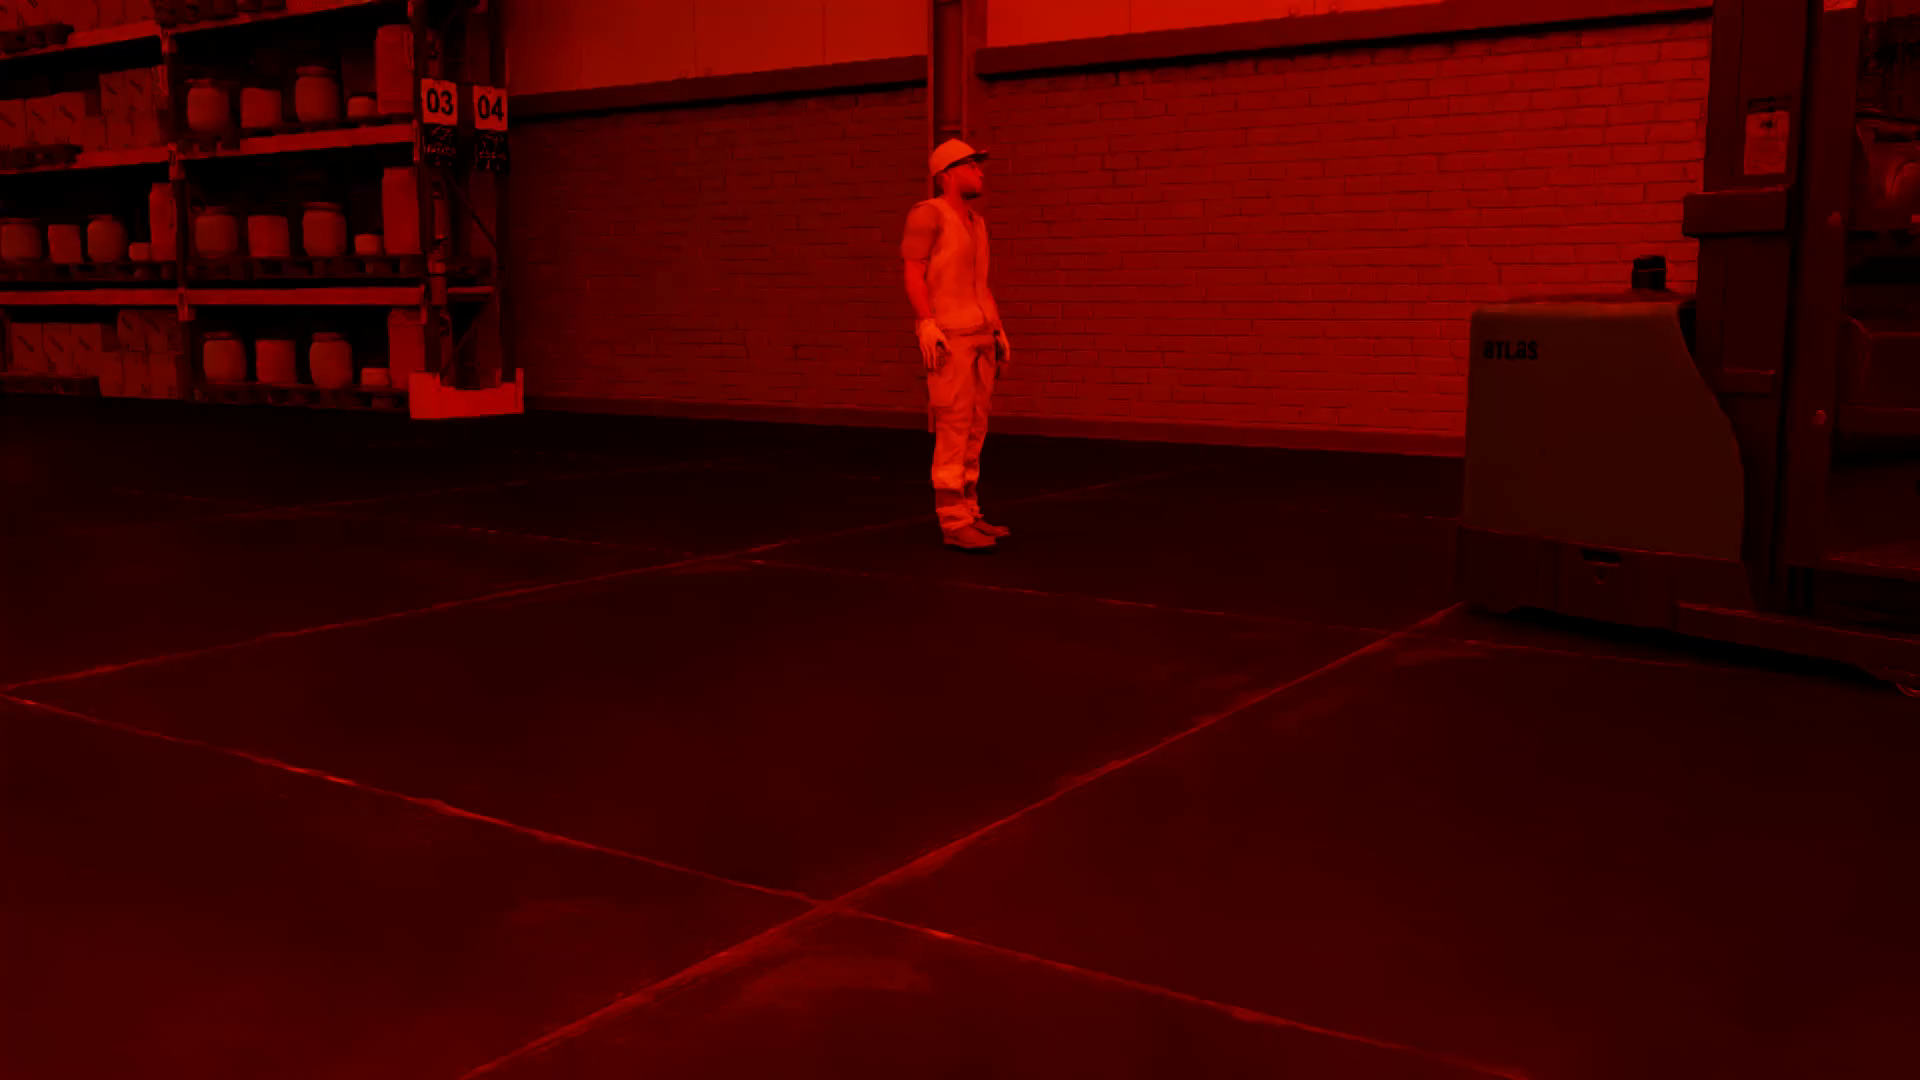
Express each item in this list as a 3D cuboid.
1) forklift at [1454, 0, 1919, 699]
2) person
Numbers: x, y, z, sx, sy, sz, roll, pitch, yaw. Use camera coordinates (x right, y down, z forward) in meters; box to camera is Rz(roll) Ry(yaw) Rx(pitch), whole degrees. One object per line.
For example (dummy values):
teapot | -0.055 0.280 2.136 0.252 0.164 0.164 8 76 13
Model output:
forklift | 3.000 -1.070 4.720 1.130 2.935 3.031 -6 10 -36
person | 0.060 -0.885 7.423 0.563 1.787 0.637 5 10 34
